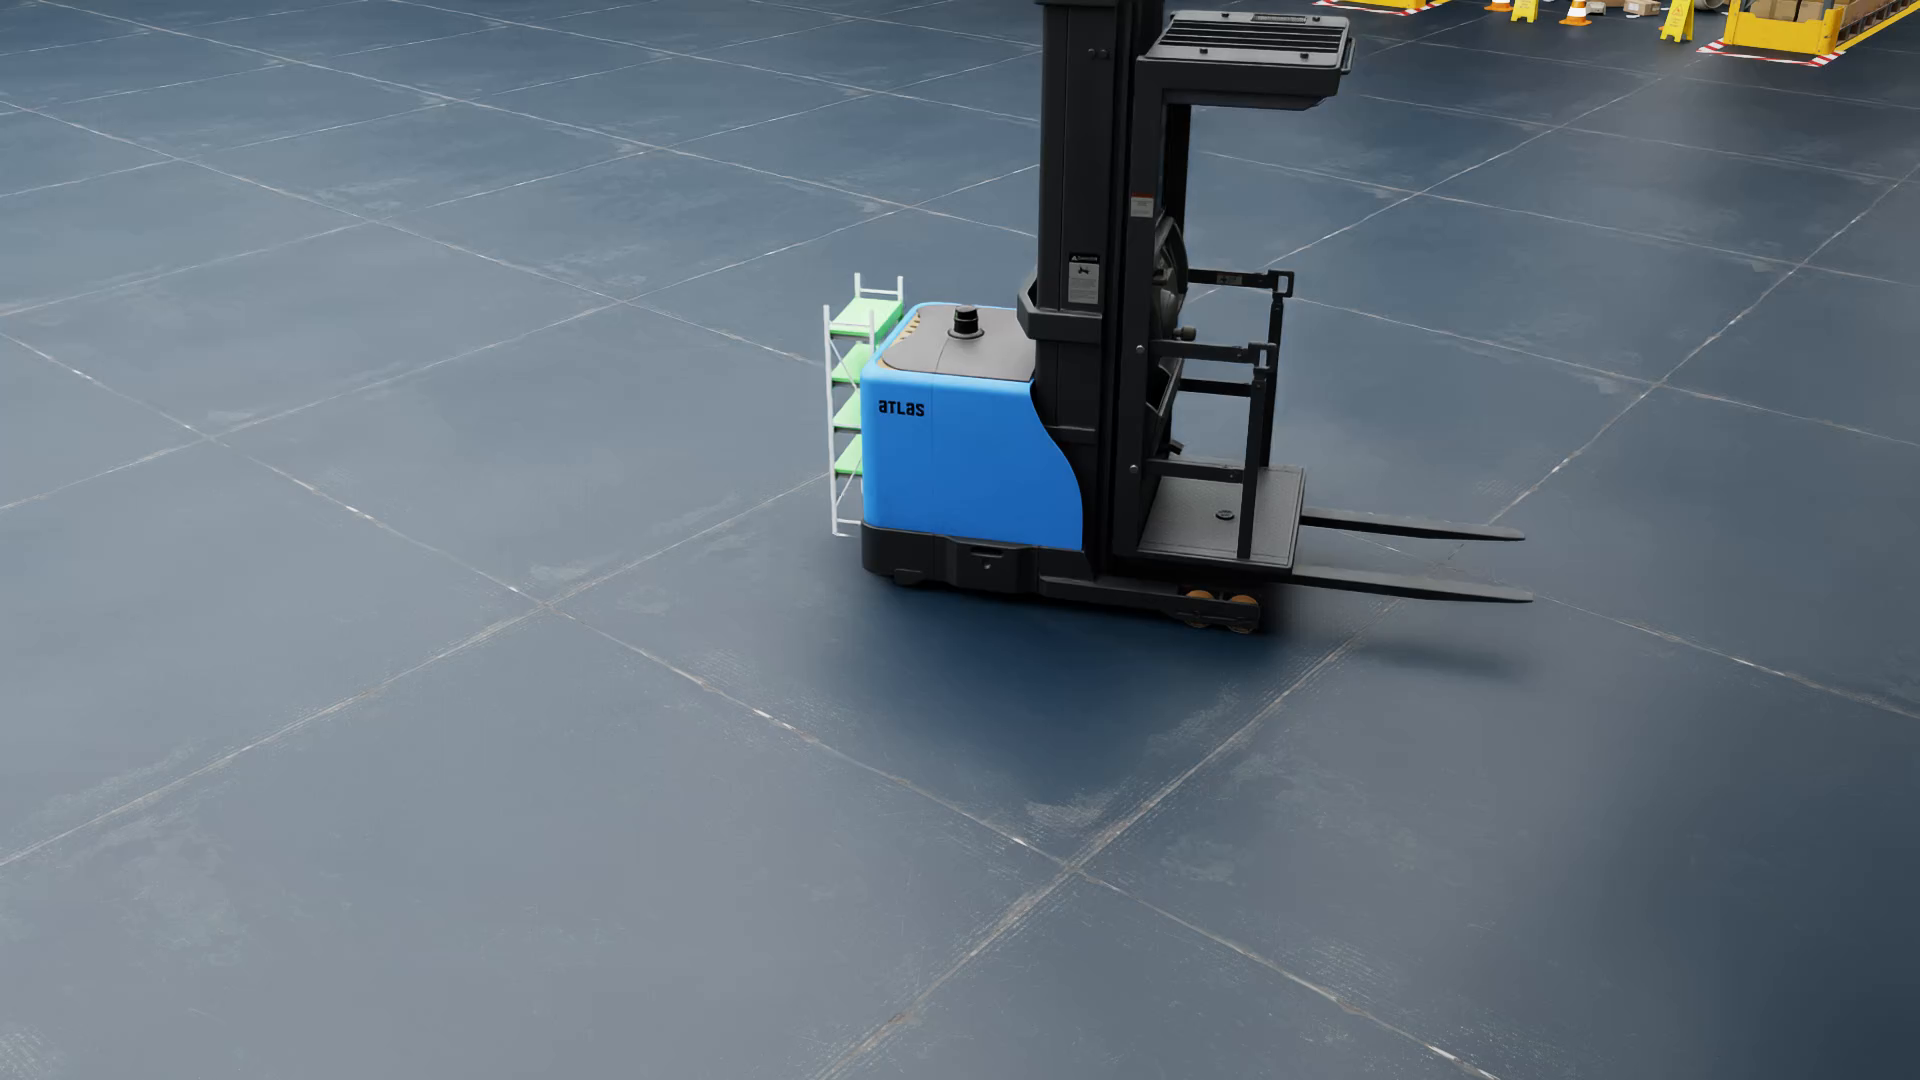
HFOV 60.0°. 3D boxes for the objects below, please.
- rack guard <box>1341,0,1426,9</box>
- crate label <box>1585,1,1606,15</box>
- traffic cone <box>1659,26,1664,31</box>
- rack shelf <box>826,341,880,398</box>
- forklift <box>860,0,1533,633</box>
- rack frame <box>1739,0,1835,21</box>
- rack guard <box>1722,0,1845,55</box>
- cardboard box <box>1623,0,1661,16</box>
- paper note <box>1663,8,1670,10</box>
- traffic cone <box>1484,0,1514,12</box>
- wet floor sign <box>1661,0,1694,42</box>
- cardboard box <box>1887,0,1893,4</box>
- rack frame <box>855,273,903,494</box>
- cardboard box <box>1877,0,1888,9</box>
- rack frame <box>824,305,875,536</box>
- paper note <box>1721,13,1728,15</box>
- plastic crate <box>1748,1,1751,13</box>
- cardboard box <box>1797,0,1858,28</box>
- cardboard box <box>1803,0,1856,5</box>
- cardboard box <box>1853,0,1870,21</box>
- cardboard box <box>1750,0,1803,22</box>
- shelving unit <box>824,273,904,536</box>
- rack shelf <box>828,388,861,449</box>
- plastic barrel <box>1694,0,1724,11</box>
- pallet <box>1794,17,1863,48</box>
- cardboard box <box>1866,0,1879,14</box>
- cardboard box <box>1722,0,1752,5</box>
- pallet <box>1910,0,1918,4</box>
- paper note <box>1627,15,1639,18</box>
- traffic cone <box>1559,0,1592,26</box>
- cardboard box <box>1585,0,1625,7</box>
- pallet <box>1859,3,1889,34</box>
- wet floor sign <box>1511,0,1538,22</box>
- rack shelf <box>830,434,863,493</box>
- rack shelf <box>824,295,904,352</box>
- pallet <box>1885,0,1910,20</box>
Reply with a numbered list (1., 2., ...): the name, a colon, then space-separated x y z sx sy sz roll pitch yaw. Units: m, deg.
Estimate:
1. rack guard: 5.550 -7.323 21.861 1.175 0.500 0.348 21 34 34
2. crate label: 8.106 -6.789 21.225 0.250 0.136 0.298 4 28 8
3. traffic cone: 8.727 -6.433 20.182 0.336 0.463 0.334 21 34 34
4. rack shelf: -0.457 -0.812 8.130 0.258 0.148 0.480 7 28 12
5. forklift: 1.111 -1.155 7.294 3.031 2.935 1.130 7 28 12
6. rack frame: 9.449 -7.030 18.576 1.000 3.000 0.127 21 34 34
7. rack guard: 9.497 -5.947 19.202 1.175 0.500 0.348 21 34 34
8. cardboard box: 8.724 -6.819 21.270 0.250 0.149 0.380 -10 29 -18
9. paper note: 9.170 -6.881 21.530 0.142 0.019 0.148 -15 31 -27
10. traffic cone: 6.999 -7.088 21.447 0.336 0.463 0.334 21 34 34
11. wet floor sign: 8.502 -6.230 19.591 0.232 0.644 0.267 -15 31 -27
12. cardboard box: 11.494 -6.934 20.925 0.500 0.250 0.500 20 33 33
13. rack frame: -0.398 -0.764 8.421 0.240 1.200 0.015 7 28 12
14. cardboard box: 11.167 -6.755 20.579 0.500 0.250 0.500 21 34 35
15. rack frame: -0.516 -0.547 8.000 0.240 1.200 0.015 7 28 12
16. paper note: 9.789 -6.721 21.208 0.142 0.019 0.148 9 29 17
17. plastic crate: 10.362 -6.835 21.375 0.402 0.080 0.583 9 29 17
18. cardboard box: 10.175 -6.201 19.508 0.500 0.250 0.500 20 34 34
19. cardboard box: 10.190 -6.543 19.352 0.500 0.500 0.500 19 33 33
20. cardboard box: 10.506 -6.380 19.853 0.500 0.250 0.500 22 35 36
21. cardboard box: 9.771 -6.369 19.833 0.500 0.250 0.500 21 34 34
22. shelving unit: -0.457 -0.655 8.211 0.258 1.200 0.503 7 28 12
23. rack shelf: -0.457 -0.599 8.240 0.258 0.148 0.480 7 28 12
24. plastic barrel: 9.595 -7.061 21.438 0.421 0.421 0.512 -5 28 -9
25. pallet: 10.041 -6.097 19.805 1.003 0.211 1.213 21 34 34
26. cardboard box: 10.843 -6.577 20.234 0.500 0.250 0.500 24 35 38
27. cardboard box: 10.262 -7.357 21.925 0.500 0.500 0.500 -5 28 -9
28. pallet: 12.487 -7.487 22.492 1.003 0.211 1.213 21 34 34
29. paper note: 8.514 -6.629 21.030 0.148 0.019 0.142 9 29 17
30. traffic cone: 7.654 -6.637 20.576 0.336 0.463 0.334 21 34 34
31. cardboard box: 8.613 -7.284 21.783 0.797 0.503 0.637 0 27 0
32. pallet: 10.818 -6.527 20.638 1.003 0.211 1.213 21 34 34
33. wet floor sign: 7.075 -6.807 20.705 0.267 0.644 0.232 15 31 26
34. rack shelf: -0.457 -0.385 8.350 0.258 0.148 0.480 7 28 12
35. rack shelf: -0.457 -1.025 8.020 0.258 0.148 0.480 7 28 12
36. pallet: 11.593 -6.962 21.477 1.003 0.211 1.213 21 34 34
